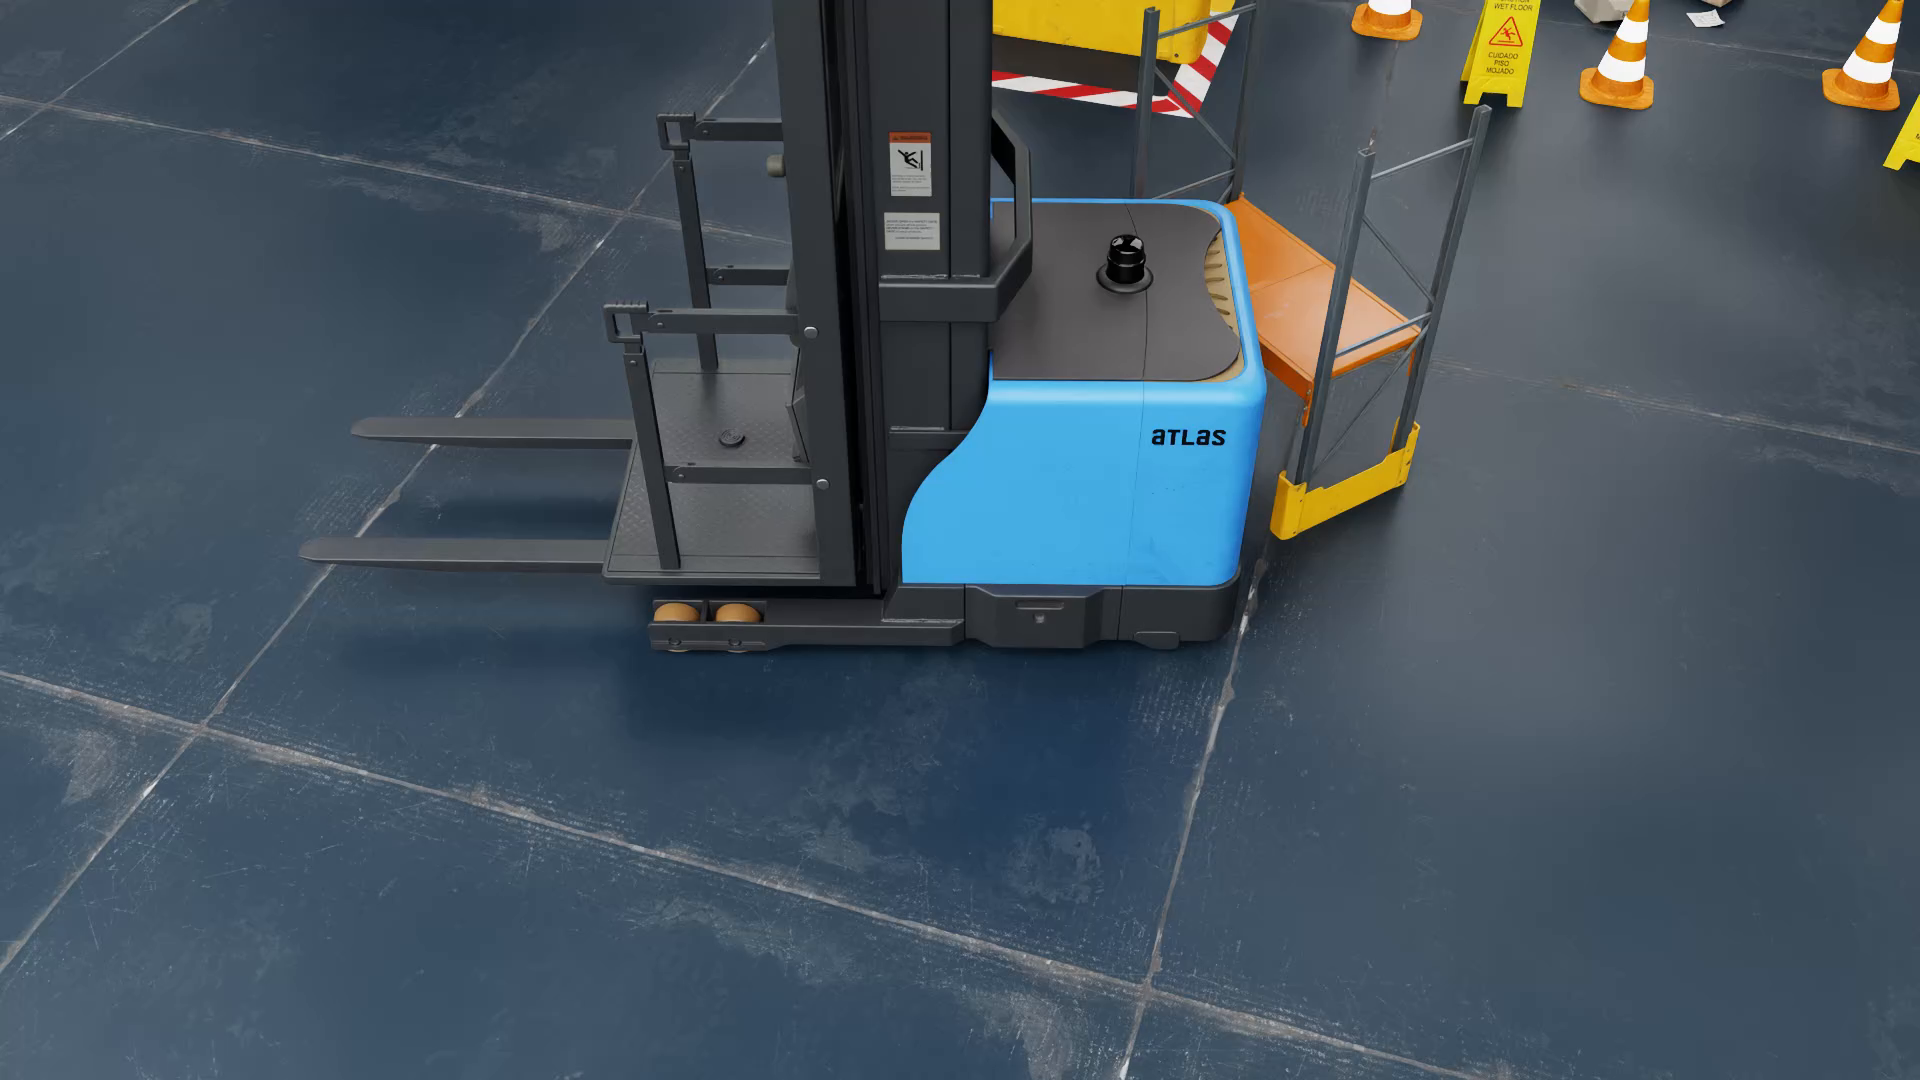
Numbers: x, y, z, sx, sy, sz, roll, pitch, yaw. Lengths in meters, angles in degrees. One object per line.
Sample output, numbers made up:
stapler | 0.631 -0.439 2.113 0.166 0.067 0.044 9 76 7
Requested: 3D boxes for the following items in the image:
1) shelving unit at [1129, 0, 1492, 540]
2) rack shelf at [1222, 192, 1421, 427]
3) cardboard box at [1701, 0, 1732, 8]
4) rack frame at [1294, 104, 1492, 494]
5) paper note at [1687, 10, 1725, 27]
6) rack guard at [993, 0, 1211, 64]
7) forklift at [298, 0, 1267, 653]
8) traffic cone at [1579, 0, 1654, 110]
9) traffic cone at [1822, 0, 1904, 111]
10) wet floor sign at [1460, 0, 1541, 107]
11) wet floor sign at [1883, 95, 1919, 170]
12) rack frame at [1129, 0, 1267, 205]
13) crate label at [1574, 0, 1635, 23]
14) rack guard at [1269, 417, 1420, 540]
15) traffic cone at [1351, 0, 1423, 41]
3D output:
shelving unit | 1.077 -0.959 5.658 0.587 1.500 1.083 -24 49 -22
rack shelf | 1.081 -0.825 5.778 0.538 0.185 1.000 -24 49 -22
cardboard box | 3.868 -2.940 8.648 0.250 0.149 0.380 -33 53 -29
rack frame | 1.351 -0.653 5.344 0.500 1.500 0.032 -24 49 -22
paper note | 3.786 -2.648 8.435 0.148 0.019 0.142 -2 44 -2
rack guard | 0.641 -2.730 8.182 1.175 0.500 0.348 13 46 13
forklift | -0.624 -1.054 4.732 3.031 2.935 1.130 1 44 1
traffic cone | 3.137 -2.320 7.790 0.336 0.463 0.334 13 46 13
traffic cone | 4.298 -2.311 7.781 0.336 0.463 0.334 13 46 13
wet floor sign | 2.527 -2.359 7.699 0.267 0.644 0.232 5 45 5
wet floor sign | 4.320 -1.916 7.247 0.267 0.644 0.232 28 51 26
rack frame | 0.812 -1.256 5.960 0.500 1.500 0.032 -24 49 -22
crate label | 3.316 -2.740 8.452 0.250 0.136 0.298 -9 45 -9
rack guard | 1.340 -0.217 5.793 0.587 0.250 0.087 -24 49 -22
traffic cone | 2.163 -2.786 8.266 0.336 0.463 0.334 13 46 13
